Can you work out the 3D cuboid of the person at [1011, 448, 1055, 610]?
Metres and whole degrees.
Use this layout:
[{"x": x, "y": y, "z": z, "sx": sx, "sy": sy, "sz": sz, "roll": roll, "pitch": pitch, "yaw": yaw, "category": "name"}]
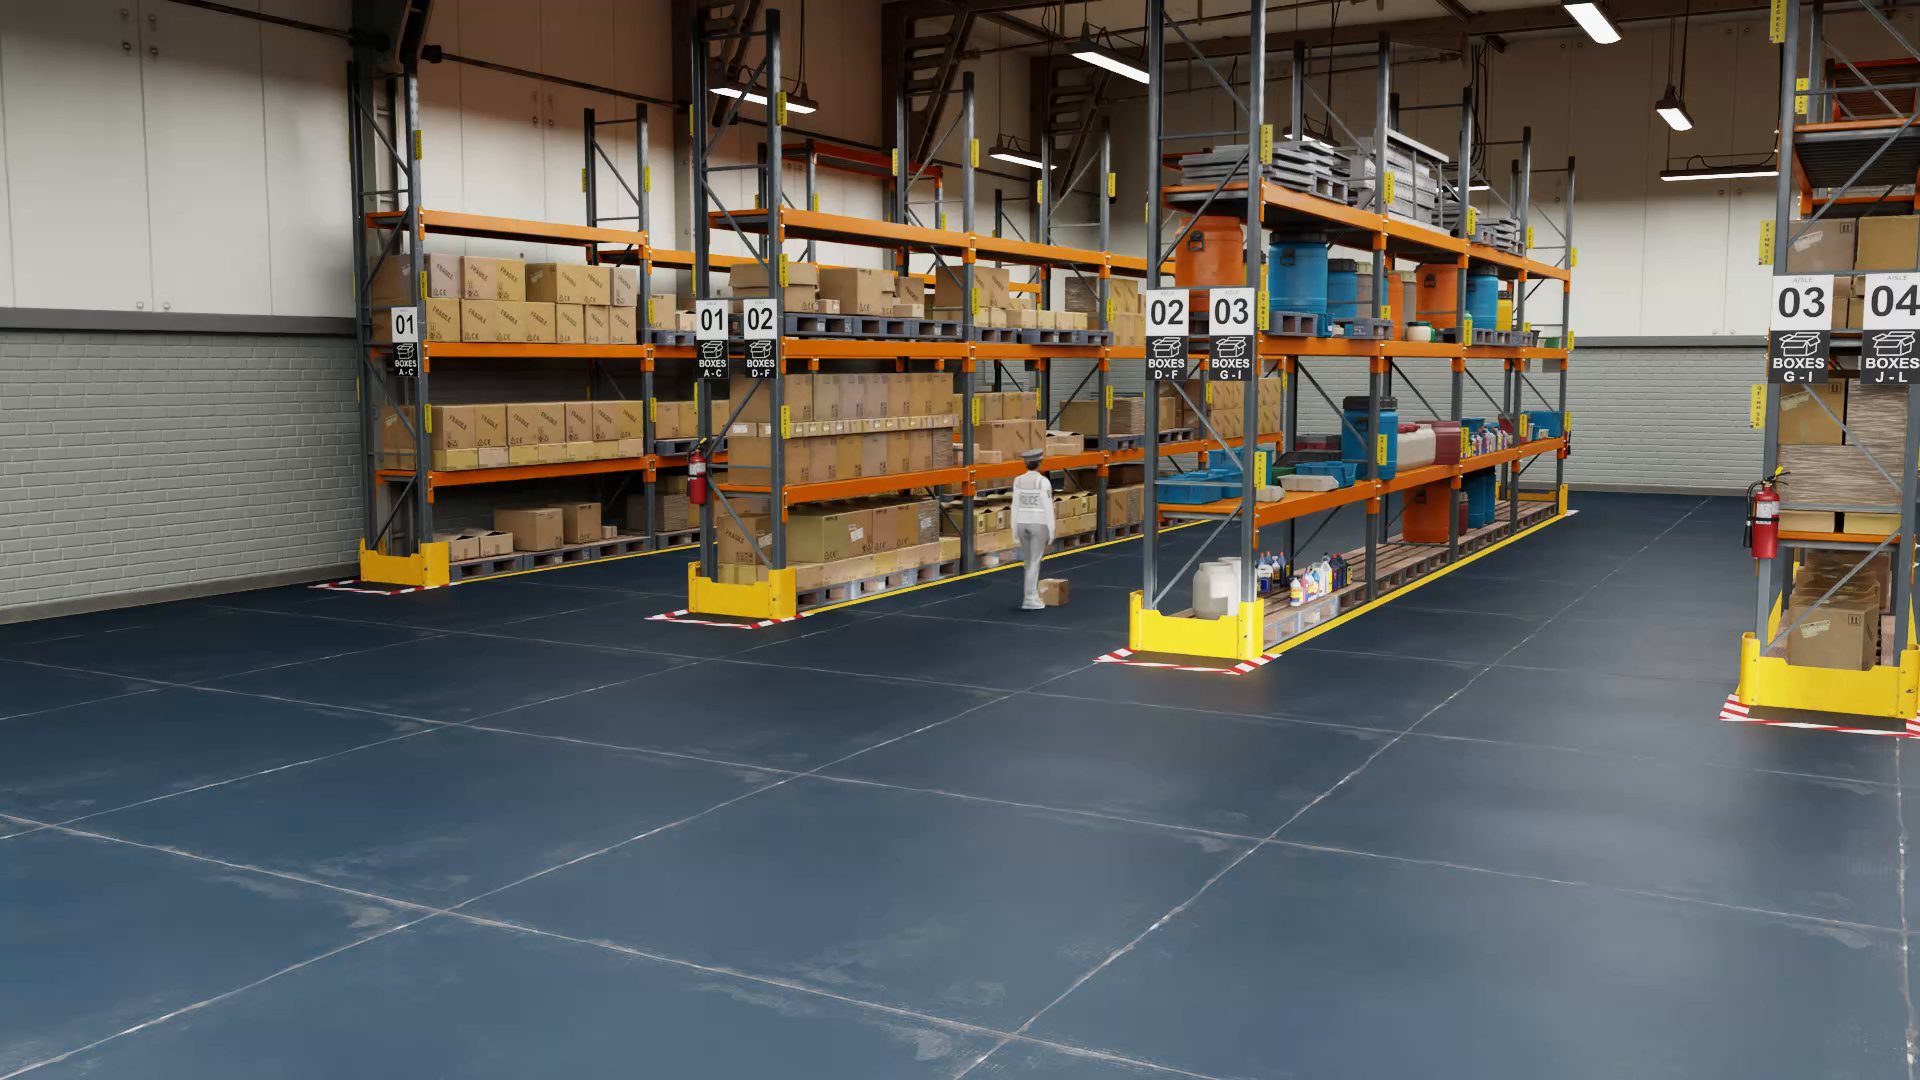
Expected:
[{"x": 0.830, "y": -0.120, "z": 17.372, "sx": 0.504, "sy": 1.669, "sz": 0.590, "roll": 5, "pitch": 8, "yaw": 41, "category": "person"}]
